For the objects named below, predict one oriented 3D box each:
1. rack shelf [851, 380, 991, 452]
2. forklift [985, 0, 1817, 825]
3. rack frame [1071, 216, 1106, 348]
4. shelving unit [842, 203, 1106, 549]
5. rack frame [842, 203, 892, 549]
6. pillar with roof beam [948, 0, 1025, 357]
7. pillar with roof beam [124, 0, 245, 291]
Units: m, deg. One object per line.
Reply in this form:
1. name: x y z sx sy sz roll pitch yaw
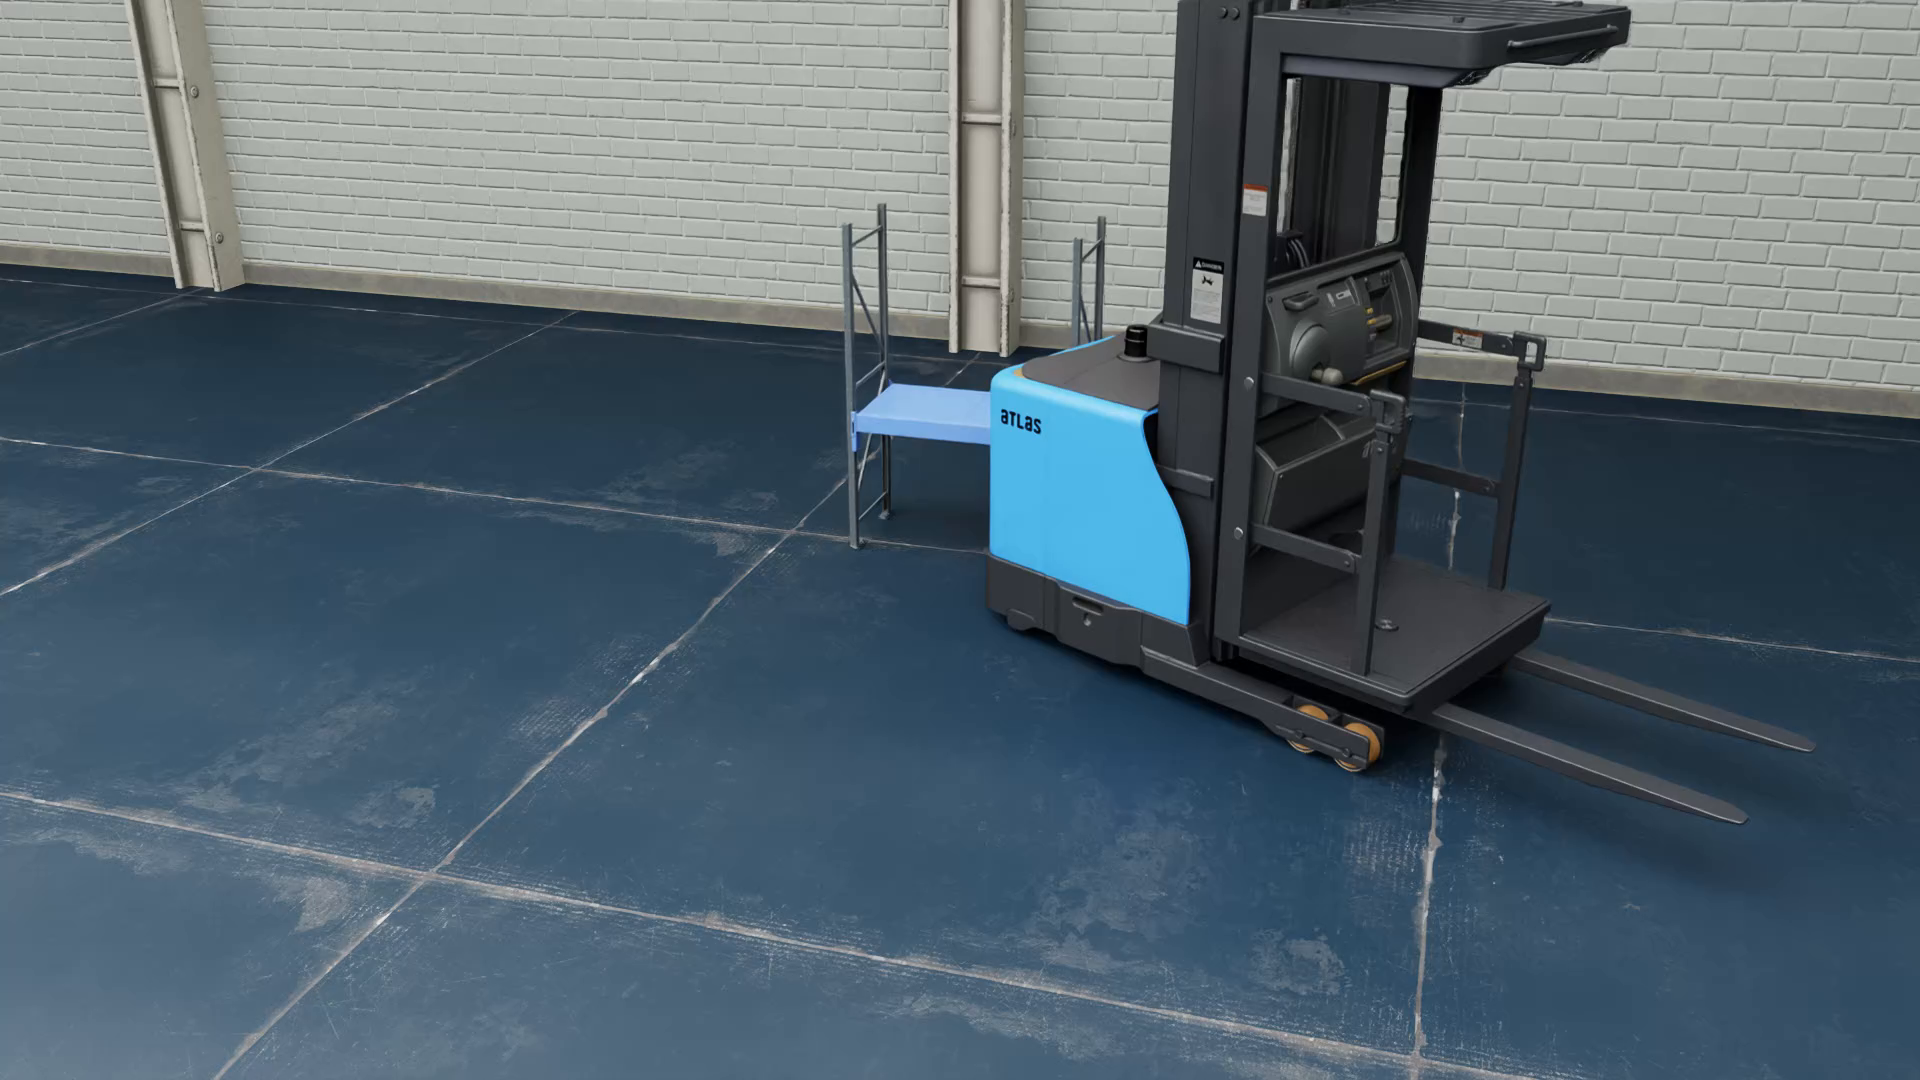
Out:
1. rack shelf: 0.066 -0.524 7.545 1.000 0.185 0.538 7 23 15
2. forklift: 1.520 -0.771 5.789 3.031 2.935 1.130 20 30 40
3. rack frame: 0.553 -0.635 7.341 0.032 1.500 0.500 7 23 15
4. shelving unit: 0.066 -0.690 7.476 1.048 1.500 0.538 7 23 15
5. rack frame: -0.421 -0.746 7.612 0.032 1.500 0.500 7 23 15
6. pillar with roof beam: -1.082 -3.846 5.288 0.400 9.000 9.100 7 23 16
7. pillar with roof beam: -6.826 -4.503 6.891 0.400 9.000 9.100 7 23 16
